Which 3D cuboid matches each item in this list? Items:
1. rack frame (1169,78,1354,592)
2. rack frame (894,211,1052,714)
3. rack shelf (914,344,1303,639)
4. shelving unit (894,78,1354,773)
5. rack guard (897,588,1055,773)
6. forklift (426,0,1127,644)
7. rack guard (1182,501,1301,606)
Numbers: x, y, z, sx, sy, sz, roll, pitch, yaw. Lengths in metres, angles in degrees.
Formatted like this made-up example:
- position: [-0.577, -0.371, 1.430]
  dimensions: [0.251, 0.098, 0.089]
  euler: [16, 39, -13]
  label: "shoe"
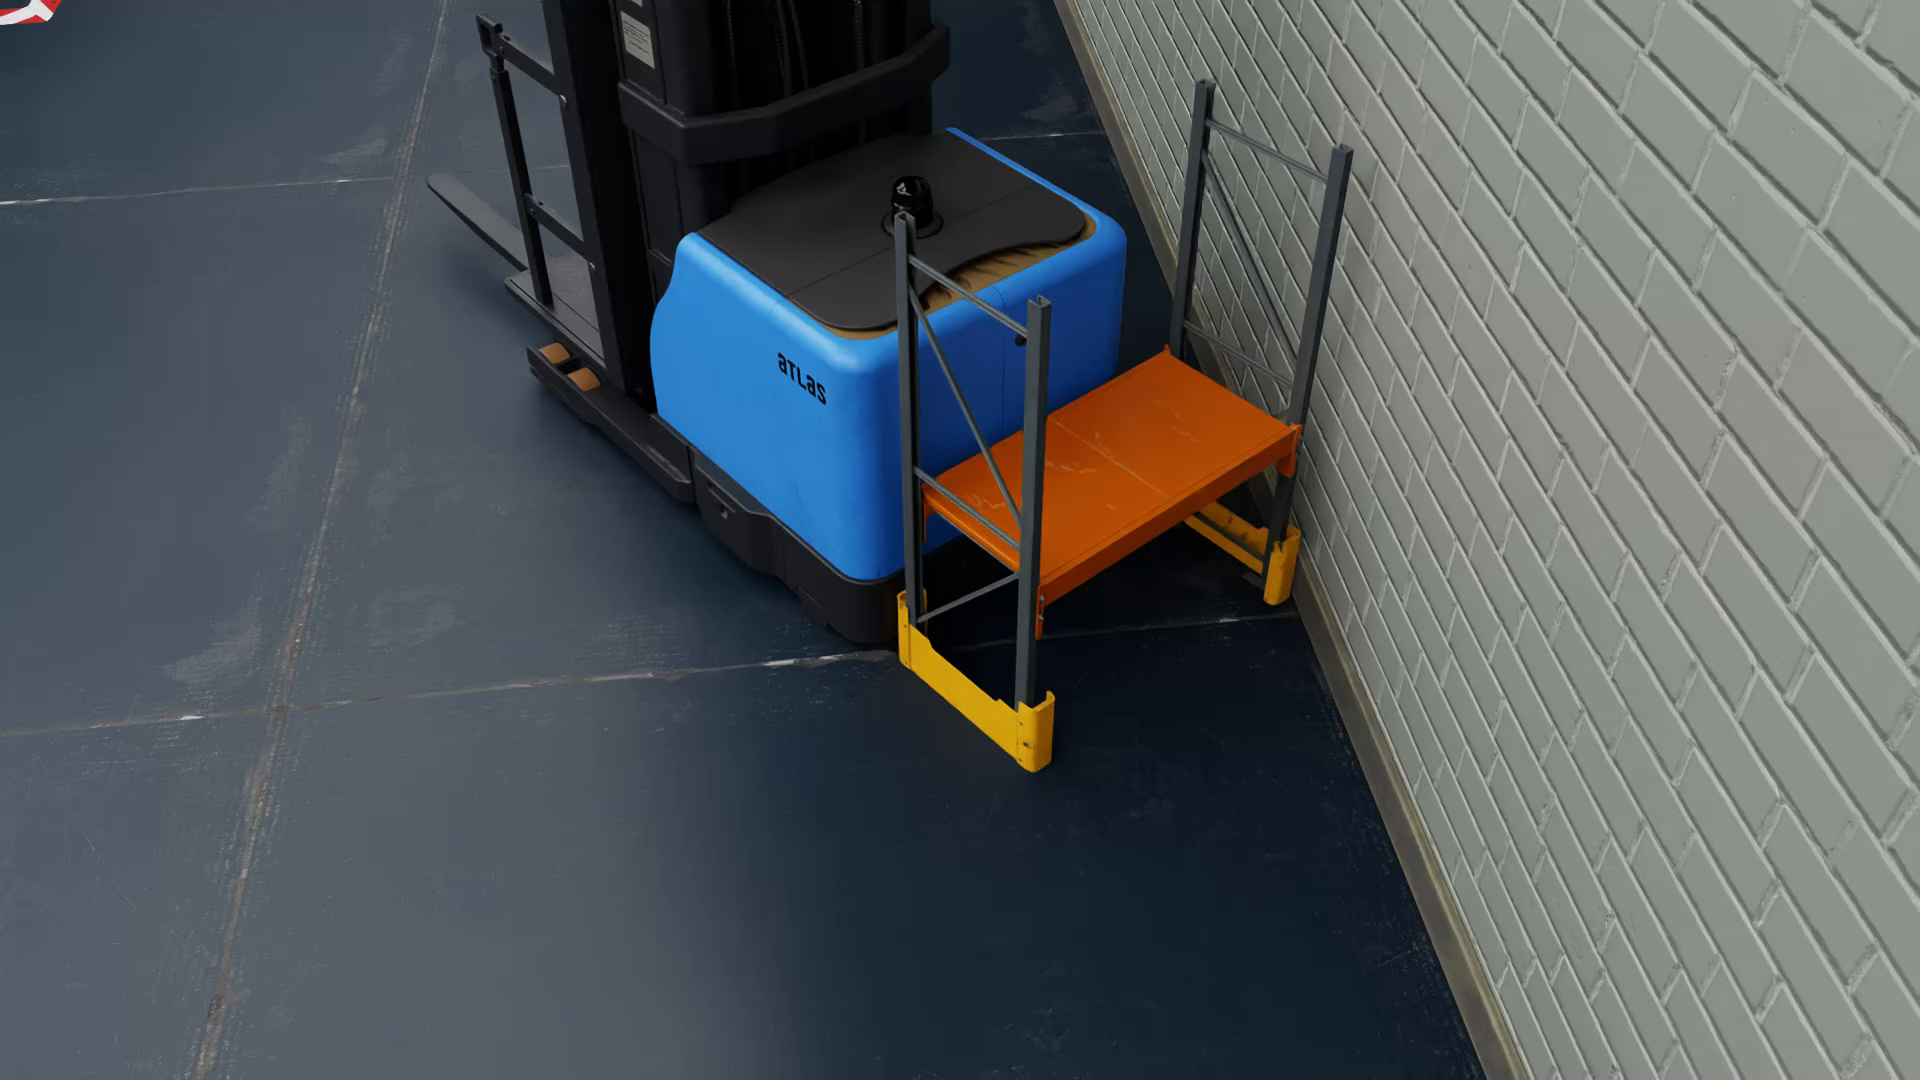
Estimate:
- position: [0.790, -0.520, 4.706]
  dimensions: [0.032, 1.500, 0.500]
  euler: [-30, 50, -29]
  label: "rack frame"
- position: [0.022, -0.073, 4.211]
  dimensions: [0.032, 1.500, 0.500]
  euler: [-30, 50, -29]
  label: "rack frame"
- position: [0.406, -0.163, 4.579]
  dimensions: [1.000, 0.185, 0.538]
  euler: [-30, 50, -29]
  label: "rack shelf"
- position: [0.413, -0.300, 4.463]
  dimensions: [1.083, 1.500, 0.587]
  euler: [-30, 50, -29]
  label: "shelving unit"
- position: [0.037, 0.382, 4.639]
  dimensions: [0.087, 0.250, 0.587]
  euler: [-30, 50, -29]
  label: "rack guard"
- position: [-0.851, -1.706, 4.953]
  dimensions: [1.130, 2.935, 3.031]
  euler: [-30, 50, -29]
  label: "forklift"
- position: [0.789, -0.055, 5.124]
  dimensions: [0.087, 0.250, 0.587]
  euler: [-30, 50, -29]
  label: "rack guard"
